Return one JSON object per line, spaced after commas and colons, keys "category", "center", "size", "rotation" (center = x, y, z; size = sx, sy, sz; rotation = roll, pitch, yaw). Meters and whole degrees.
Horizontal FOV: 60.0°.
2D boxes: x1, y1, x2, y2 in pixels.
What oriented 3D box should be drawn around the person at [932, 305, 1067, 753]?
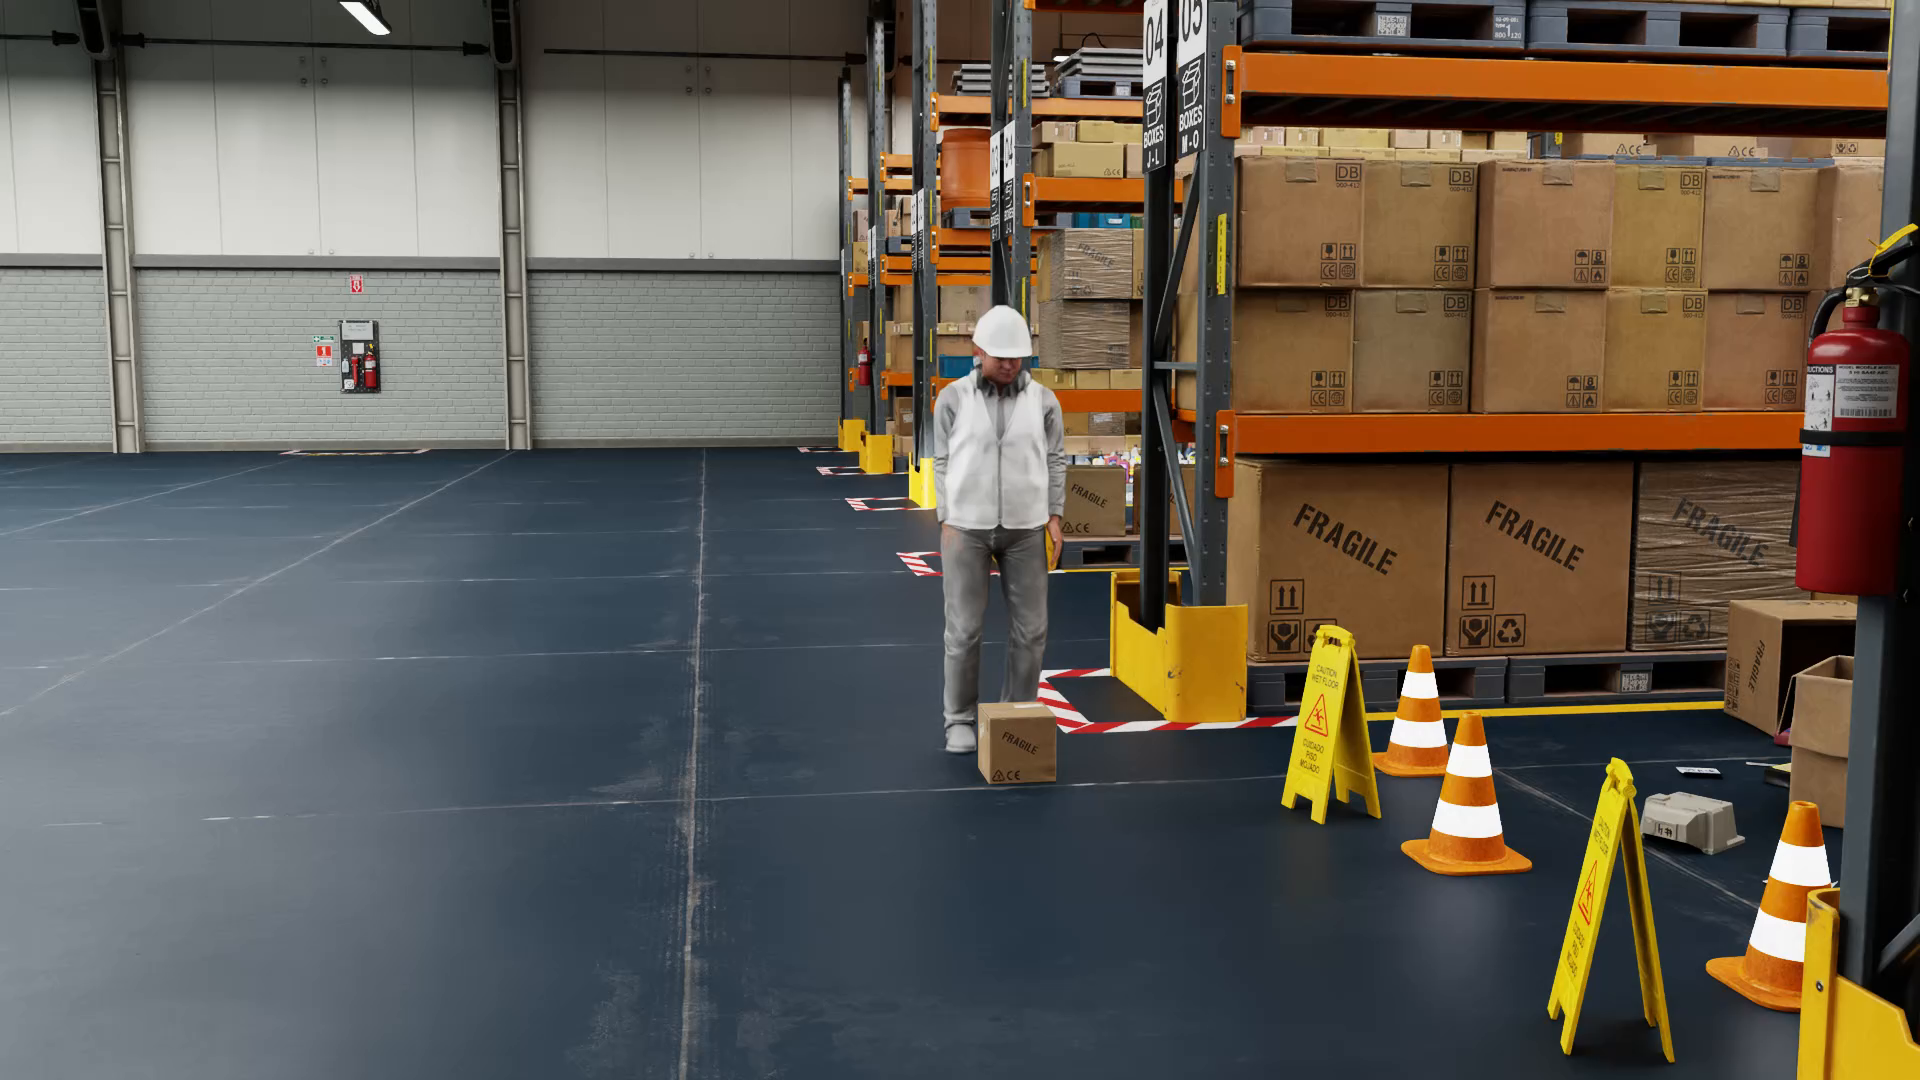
{"category": "person", "center": [0.161, -0.044, 6.596], "size": [0.540, 1.757, 0.389], "rotation": [-1, 6, -8]}
